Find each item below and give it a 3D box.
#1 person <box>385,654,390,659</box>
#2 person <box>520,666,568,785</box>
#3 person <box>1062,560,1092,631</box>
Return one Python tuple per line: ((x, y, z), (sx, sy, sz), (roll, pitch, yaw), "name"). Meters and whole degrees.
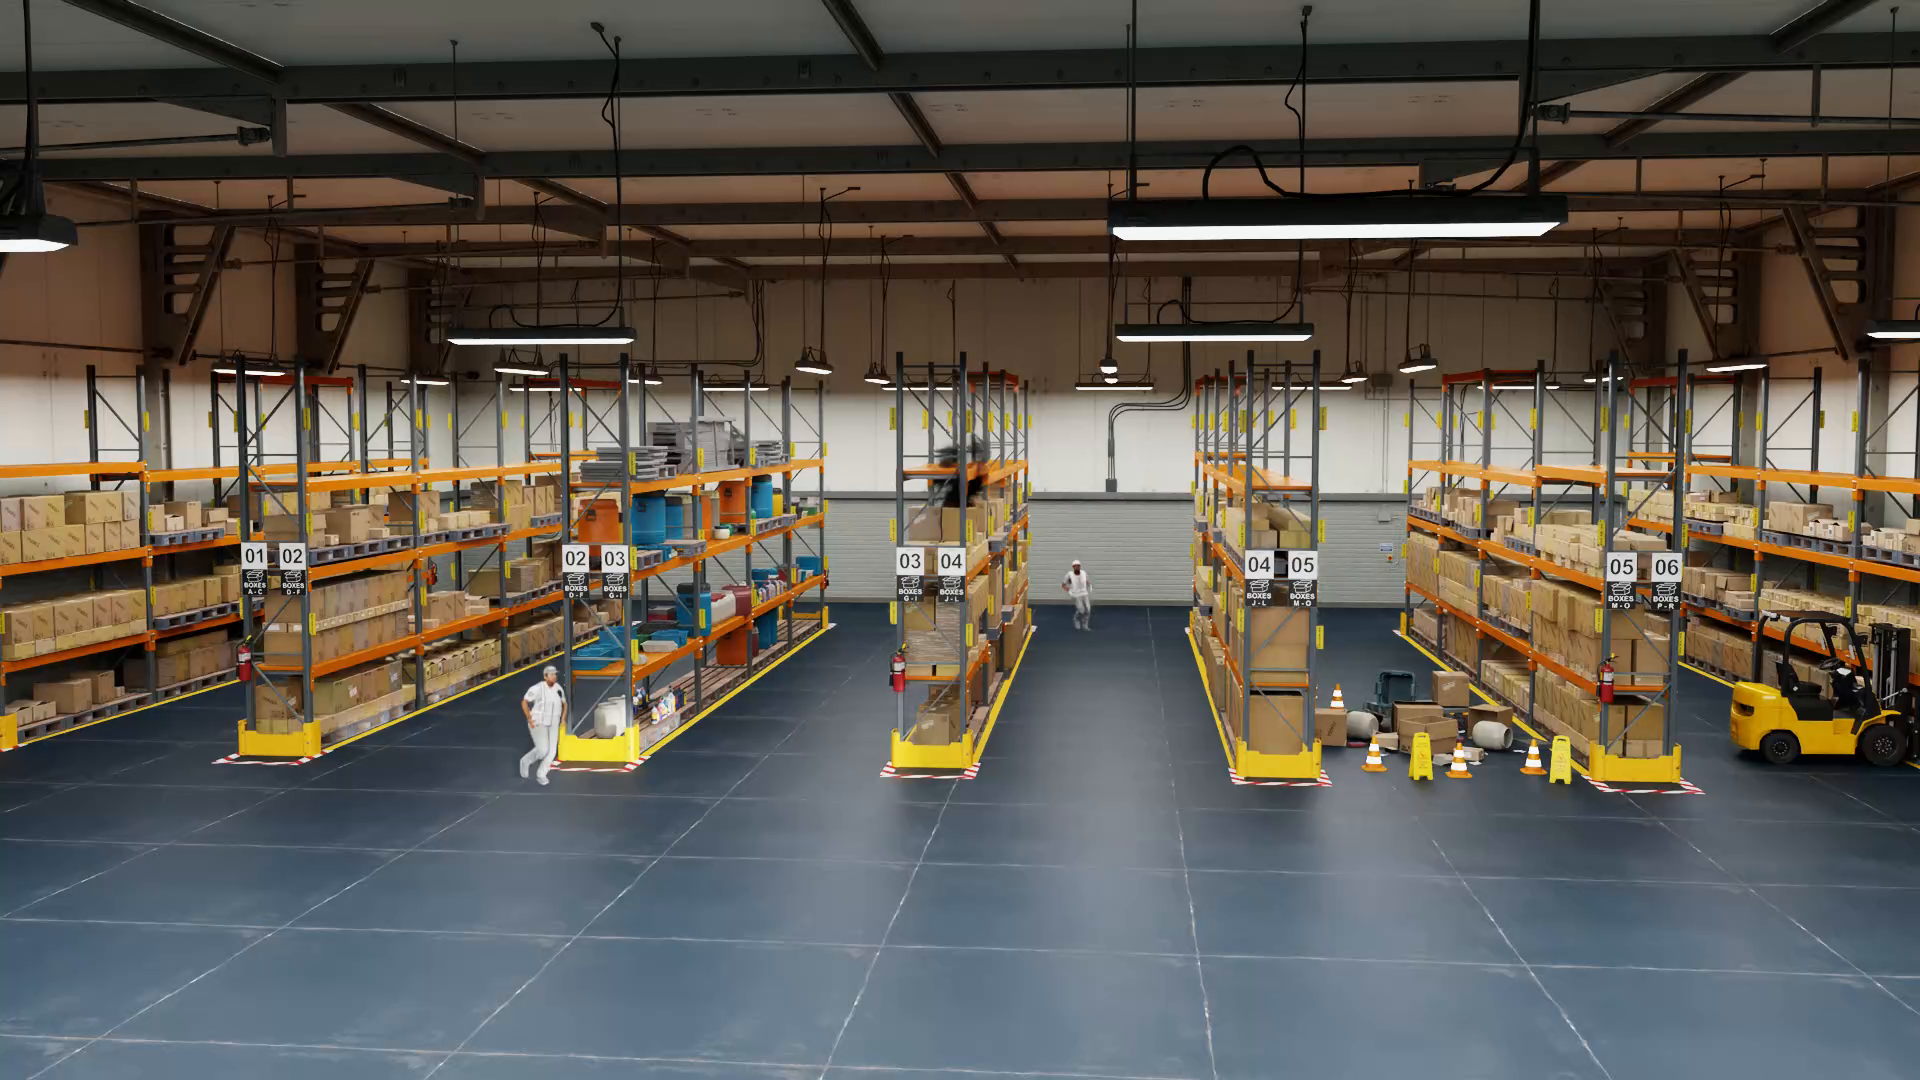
((-11.082, 1.902, 31.895), (0.597, 1.656, 0.803), (0, 4, -2), "person")
((-5.765, 2.561, 23.183), (0.521, 1.617, 0.656), (4, 6, 43), "person")
((2.846, 1.330, 39.654), (0.681, 1.706, 0.556), (-2, 4, -24), "person")
